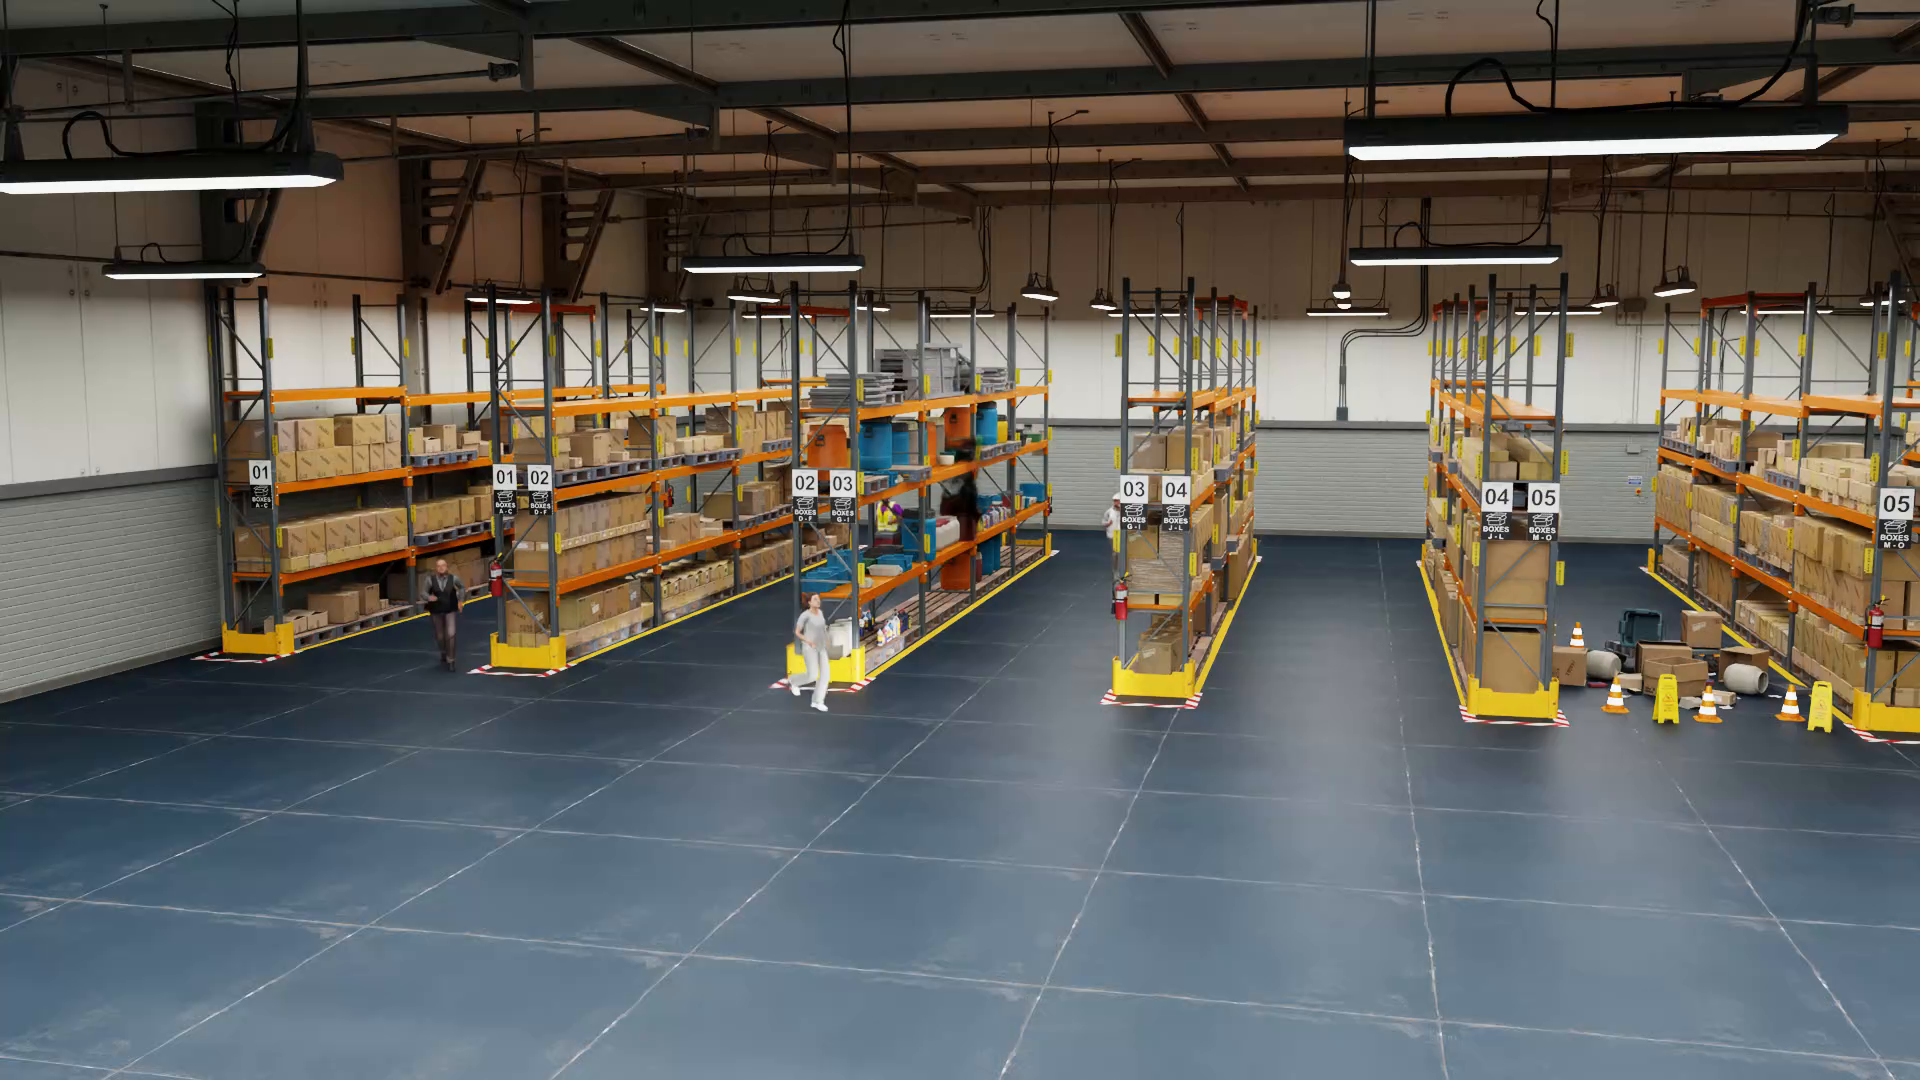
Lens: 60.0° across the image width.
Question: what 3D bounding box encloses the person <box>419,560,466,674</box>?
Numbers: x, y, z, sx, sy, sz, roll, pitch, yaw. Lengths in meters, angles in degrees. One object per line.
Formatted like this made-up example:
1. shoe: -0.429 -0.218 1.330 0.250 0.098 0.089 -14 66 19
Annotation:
1. person: -8.096 1.165 26.057 0.690 1.742 0.920 -2 7 -14

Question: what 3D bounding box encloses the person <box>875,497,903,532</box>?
1. person: -1.487 -0.139 34.818 0.704 1.862 0.705 2 7 19

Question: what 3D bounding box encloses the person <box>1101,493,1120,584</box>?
1. person: 3.162 -0.023 33.411 0.656 1.825 0.870 1 7 12

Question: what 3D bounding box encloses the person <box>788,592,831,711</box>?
1. person: -2.074 1.534 23.285 0.749 1.649 0.568 6 9 43
